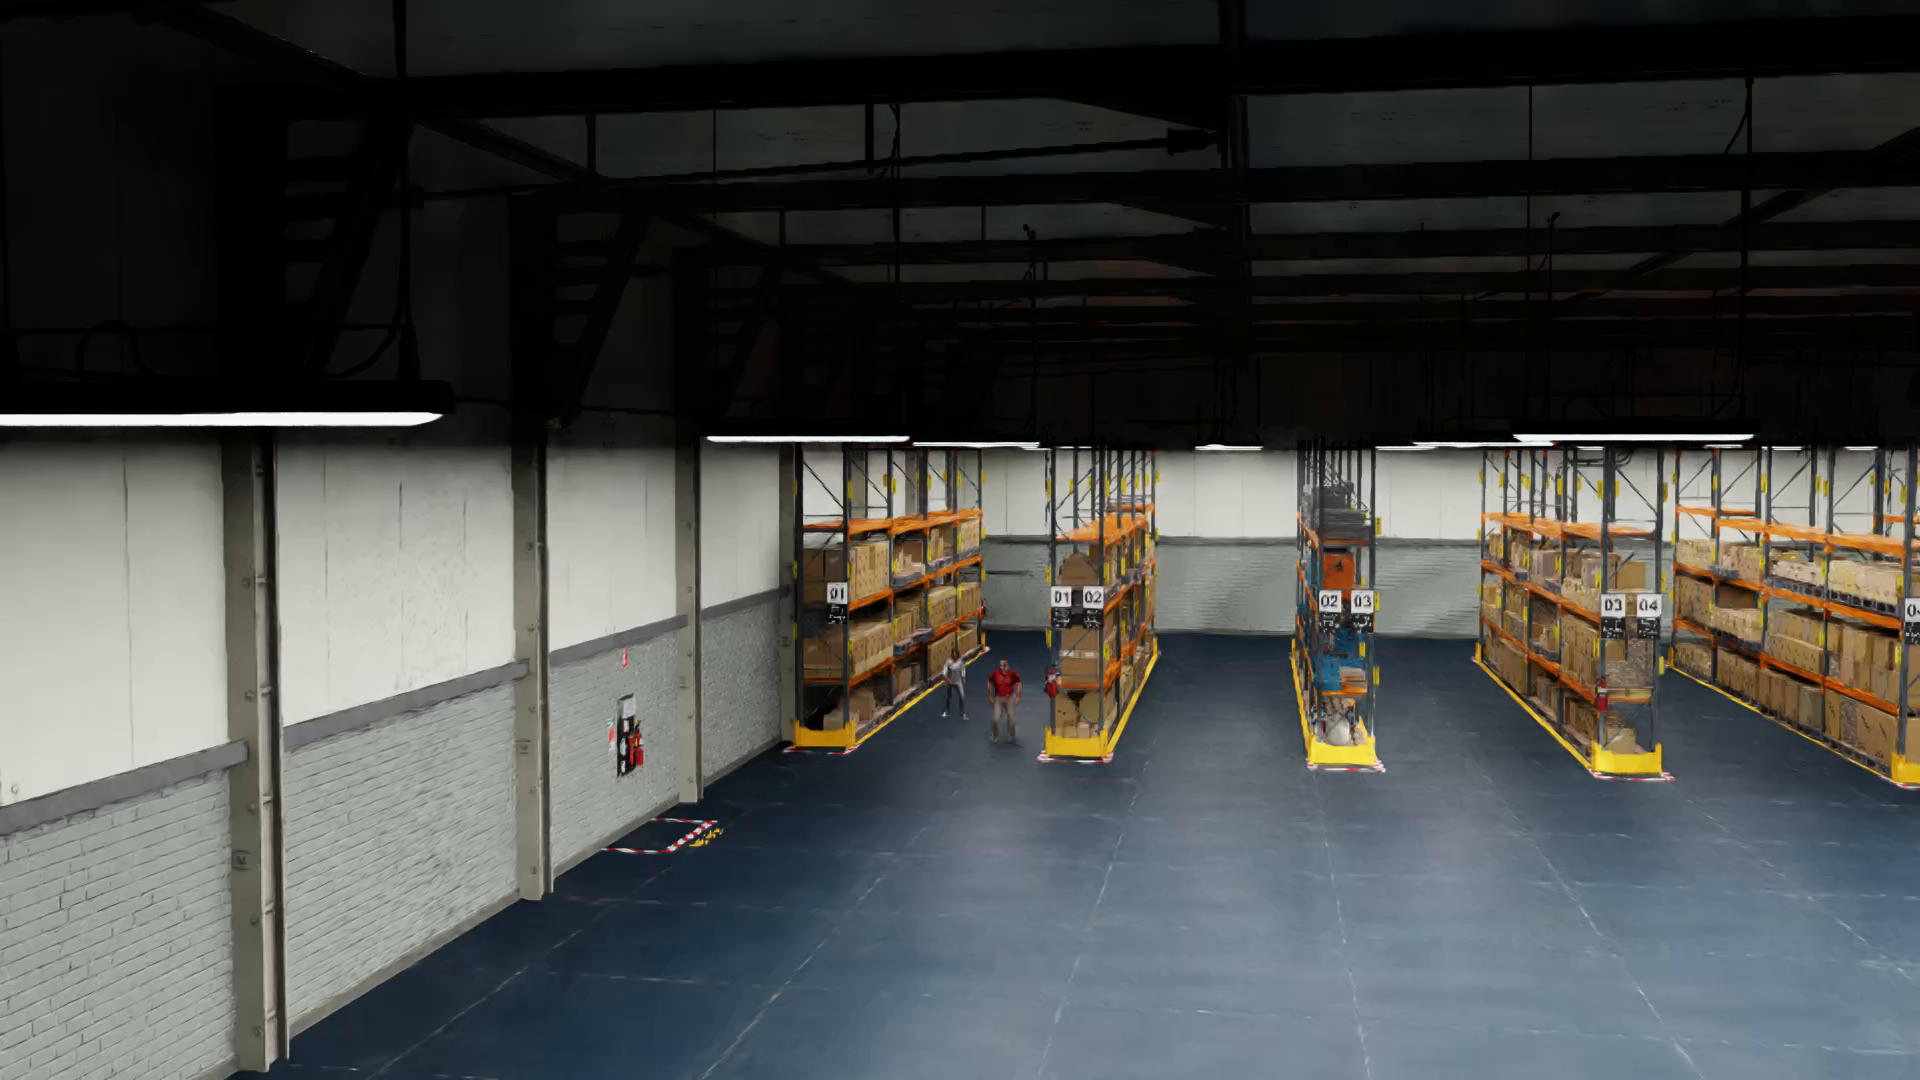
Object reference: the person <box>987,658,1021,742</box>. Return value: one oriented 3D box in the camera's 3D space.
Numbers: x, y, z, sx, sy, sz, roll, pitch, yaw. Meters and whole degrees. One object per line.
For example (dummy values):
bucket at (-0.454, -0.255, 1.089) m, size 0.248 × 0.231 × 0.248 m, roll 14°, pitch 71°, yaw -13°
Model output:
person at (0.873, 3.152, 32.840) m, size 0.682 × 1.675 × 0.535 m, roll 0°, pitch 3°, yaw 8°

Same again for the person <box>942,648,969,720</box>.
person at (-0.121, 3.059, 35.651) m, size 0.561 × 1.525 × 0.788 m, roll 0°, pitch 3°, yaw -8°
